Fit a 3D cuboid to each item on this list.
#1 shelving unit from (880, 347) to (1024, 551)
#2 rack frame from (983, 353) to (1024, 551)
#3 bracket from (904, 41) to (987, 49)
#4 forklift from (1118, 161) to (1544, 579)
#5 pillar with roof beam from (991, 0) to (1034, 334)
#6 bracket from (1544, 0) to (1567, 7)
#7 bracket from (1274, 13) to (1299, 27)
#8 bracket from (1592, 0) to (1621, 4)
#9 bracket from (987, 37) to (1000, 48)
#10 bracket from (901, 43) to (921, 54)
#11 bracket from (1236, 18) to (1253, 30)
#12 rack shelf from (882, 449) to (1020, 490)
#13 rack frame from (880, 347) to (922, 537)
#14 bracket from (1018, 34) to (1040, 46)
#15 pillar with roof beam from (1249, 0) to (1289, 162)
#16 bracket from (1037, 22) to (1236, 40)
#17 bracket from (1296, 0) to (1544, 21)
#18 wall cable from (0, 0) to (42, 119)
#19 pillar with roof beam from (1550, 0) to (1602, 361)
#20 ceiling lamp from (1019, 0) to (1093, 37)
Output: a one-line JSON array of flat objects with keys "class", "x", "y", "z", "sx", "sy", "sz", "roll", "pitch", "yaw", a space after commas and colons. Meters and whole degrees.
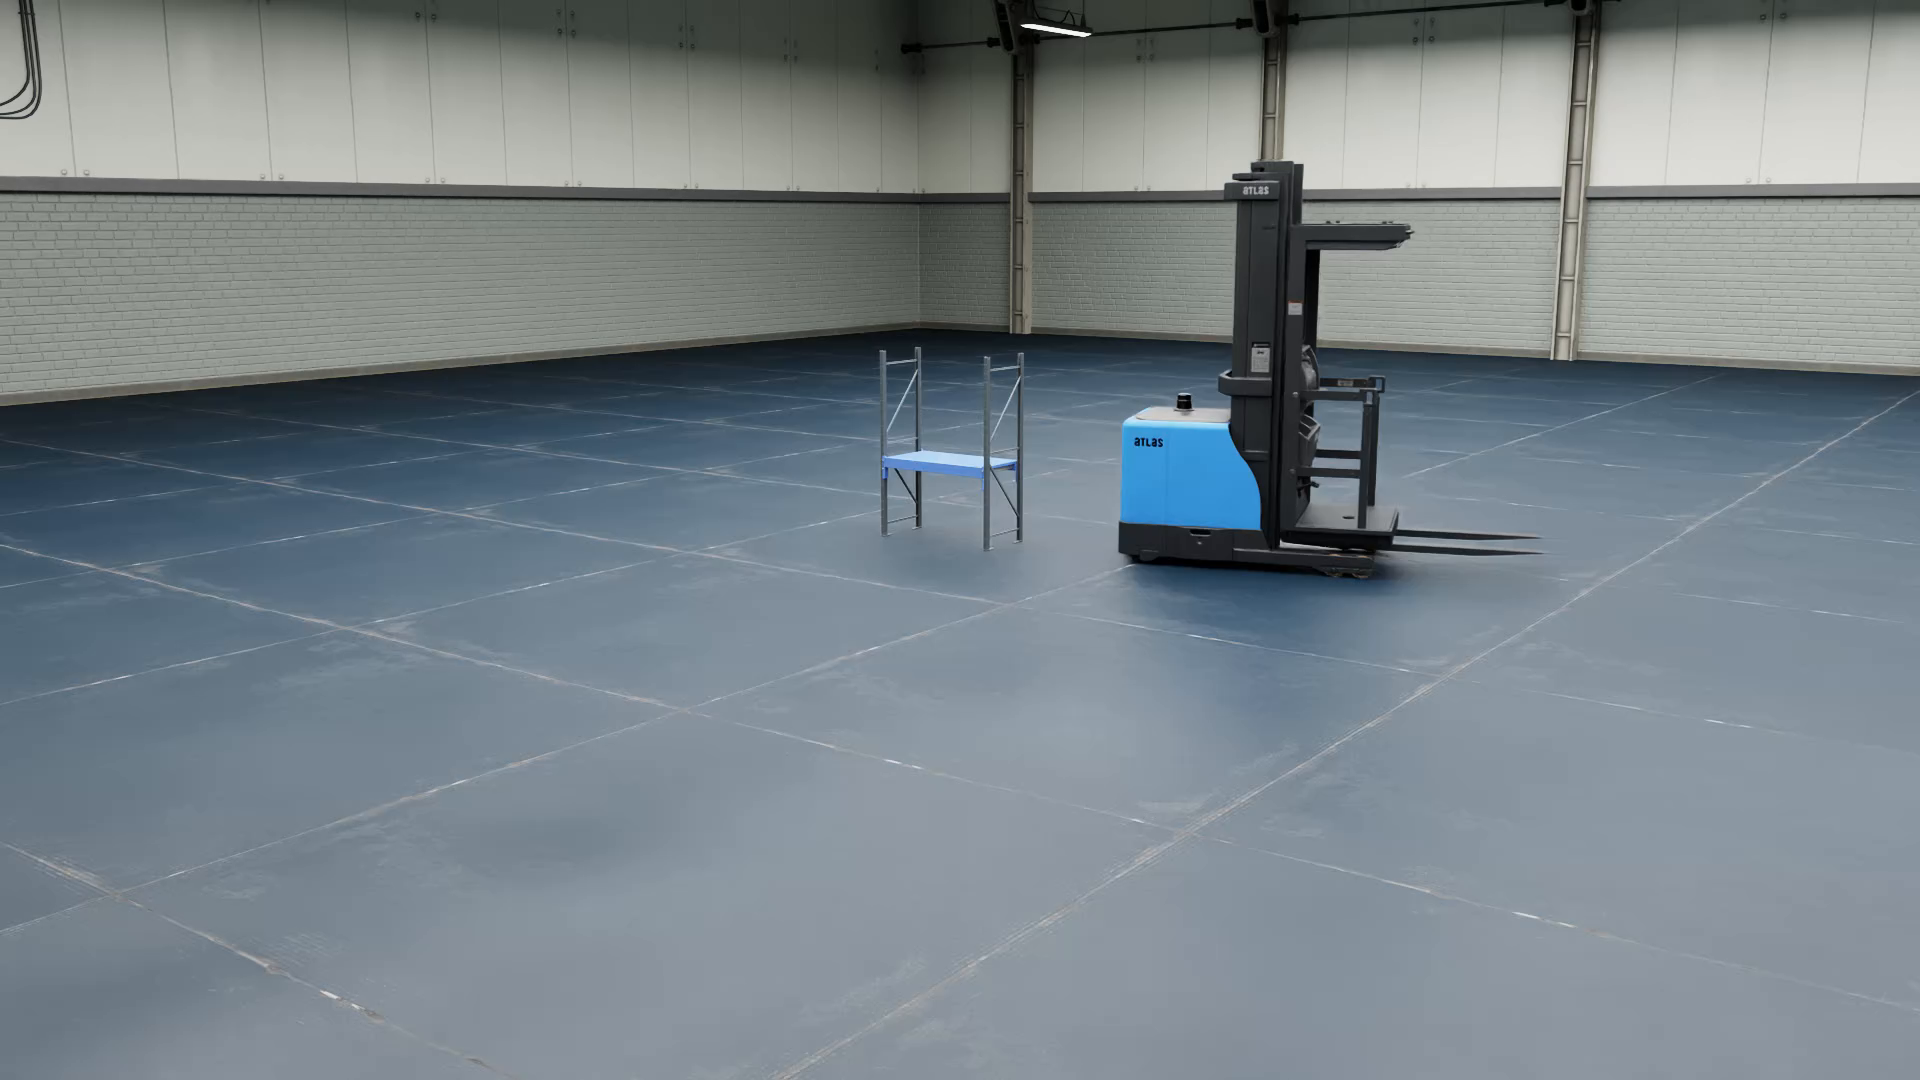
[{"class": "shelving unit", "x": -0.069, "y": -0.746, "z": 13.253, "sx": 1.048, "sy": 1.500, "sz": 0.538, "roll": 8, "pitch": 13, "yaw": 36}, {"class": "rack frame", "x": 0.341, "y": -0.689, "z": 12.958, "sx": 0.032, "sy": 1.500, "sz": 0.500, "roll": 8, "pitch": 13, "yaw": 36}, {"class": "bracket", "x": -0.617, "y": -11.026, "z": 37.169, "sx": 3.189, "sy": 0.066, "sz": 0.076, "roll": 8, "pitch": 13, "yaw": 36}, {"class": "forklift", "x": 2.765, "y": -1.275, "z": 12.219, "sx": 3.031, "sy": 2.935, "sz": 1.130, "roll": 3, "pitch": 11, "yaw": 17}, {"class": "pillar with roof beam", "x": -1.186, "y": -8.407, "z": 33.110, "sx": 0.548, "sy": 9.000, "sz": 9.100, "roll": 8, "pitch": 13, "yaw": 36}, {"class": "bracket", "x": 10.489, "y": -9.477, "z": 29.162, "sx": 0.430, "sy": 0.232, "sz": 0.235, "roll": 8, "pitch": 13, "yaw": 36}, {"class": "bracket", "x": 6.322, "y": -10.058, "z": 32.166, "sx": 0.430, "sy": 0.232, "sz": 0.235, "roll": 8, "pitch": 13, "yaw": 36}, {"class": "bracket", "x": 11.158, "y": -9.383, "z": 28.679, "sx": 0.430, "sy": 0.232, "sz": 0.235, "roll": 8, "pitch": 13, "yaw": 36}, {"class": "bracket", "x": 0.817, "y": -10.826, "z": 36.135, "sx": 0.430, "sy": 0.232, "sz": 0.235, "roll": 8, "pitch": 13, "yaw": 36}, {"class": "bracket", "x": -1.093, "y": -11.092, "z": 37.513, "sx": 0.430, "sy": 0.232, "sz": 0.235, "roll": 8, "pitch": 13, "yaw": 36}, {"class": "bracket", "x": 5.653, "y": -10.151, "z": 32.649, "sx": 0.430, "sy": 0.232, "sz": 0.235, "roll": 8, "pitch": 13, "yaw": 36}, {"class": "rack shelf", "x": -0.069, "y": -0.569, "z": 13.287, "sx": 1.000, "sy": 0.185, "sz": 0.538, "roll": 8, "pitch": 13, "yaw": 36}, {"class": "rack frame", "x": -0.478, "y": -0.803, "z": 13.549, "sx": 0.032, "sy": 1.500, "sz": 0.500, "roll": 8, "pitch": 13, "yaw": 36}, {"class": "bracket", "x": 1.486, "y": -10.732, "z": 35.653, "sx": 0.430, "sy": 0.232, "sz": 0.235, "roll": 8, "pitch": 13, "yaw": 36}, {"class": "pillar with roof beam", "x": 3.650, "y": -7.732, "z": 29.624, "sx": 0.548, "sy": 9.000, "sz": 9.100, "roll": 8, "pitch": 13, "yaw": 36}, {"class": "bracket", "x": 3.563, "y": -10.443, "z": 34.156, "sx": 4.783, "sy": 0.066, "sz": 0.076, "roll": 8, "pitch": 13, "yaw": 36}, {"class": "bracket", "x": 8.399, "y": -9.768, "z": 30.669, "sx": 4.783, "sy": 0.066, "sz": 0.076, "roll": 8, "pitch": 13, "yaw": 36}, {"class": "wall cable", "x": -13.243, "y": -7.899, "z": 21.529, "sx": 0.169, "sy": 6.003, "sz": 2.305, "roll": 8, "pitch": 13, "yaw": 36}, {"class": "pillar with roof beam", "x": 8.486, "y": -7.058, "z": 26.137, "sx": 0.548, "sy": 9.000, "sz": 9.100, "roll": 8, "pitch": 13, "yaw": 36}, {"class": "ceiling lamp", "x": 1.540, "y": -10.738, "z": 29.792, "sx": 0.800, "sy": 3.185, "sz": 2.000, "roll": 8, "pitch": 13, "yaw": 36}]
